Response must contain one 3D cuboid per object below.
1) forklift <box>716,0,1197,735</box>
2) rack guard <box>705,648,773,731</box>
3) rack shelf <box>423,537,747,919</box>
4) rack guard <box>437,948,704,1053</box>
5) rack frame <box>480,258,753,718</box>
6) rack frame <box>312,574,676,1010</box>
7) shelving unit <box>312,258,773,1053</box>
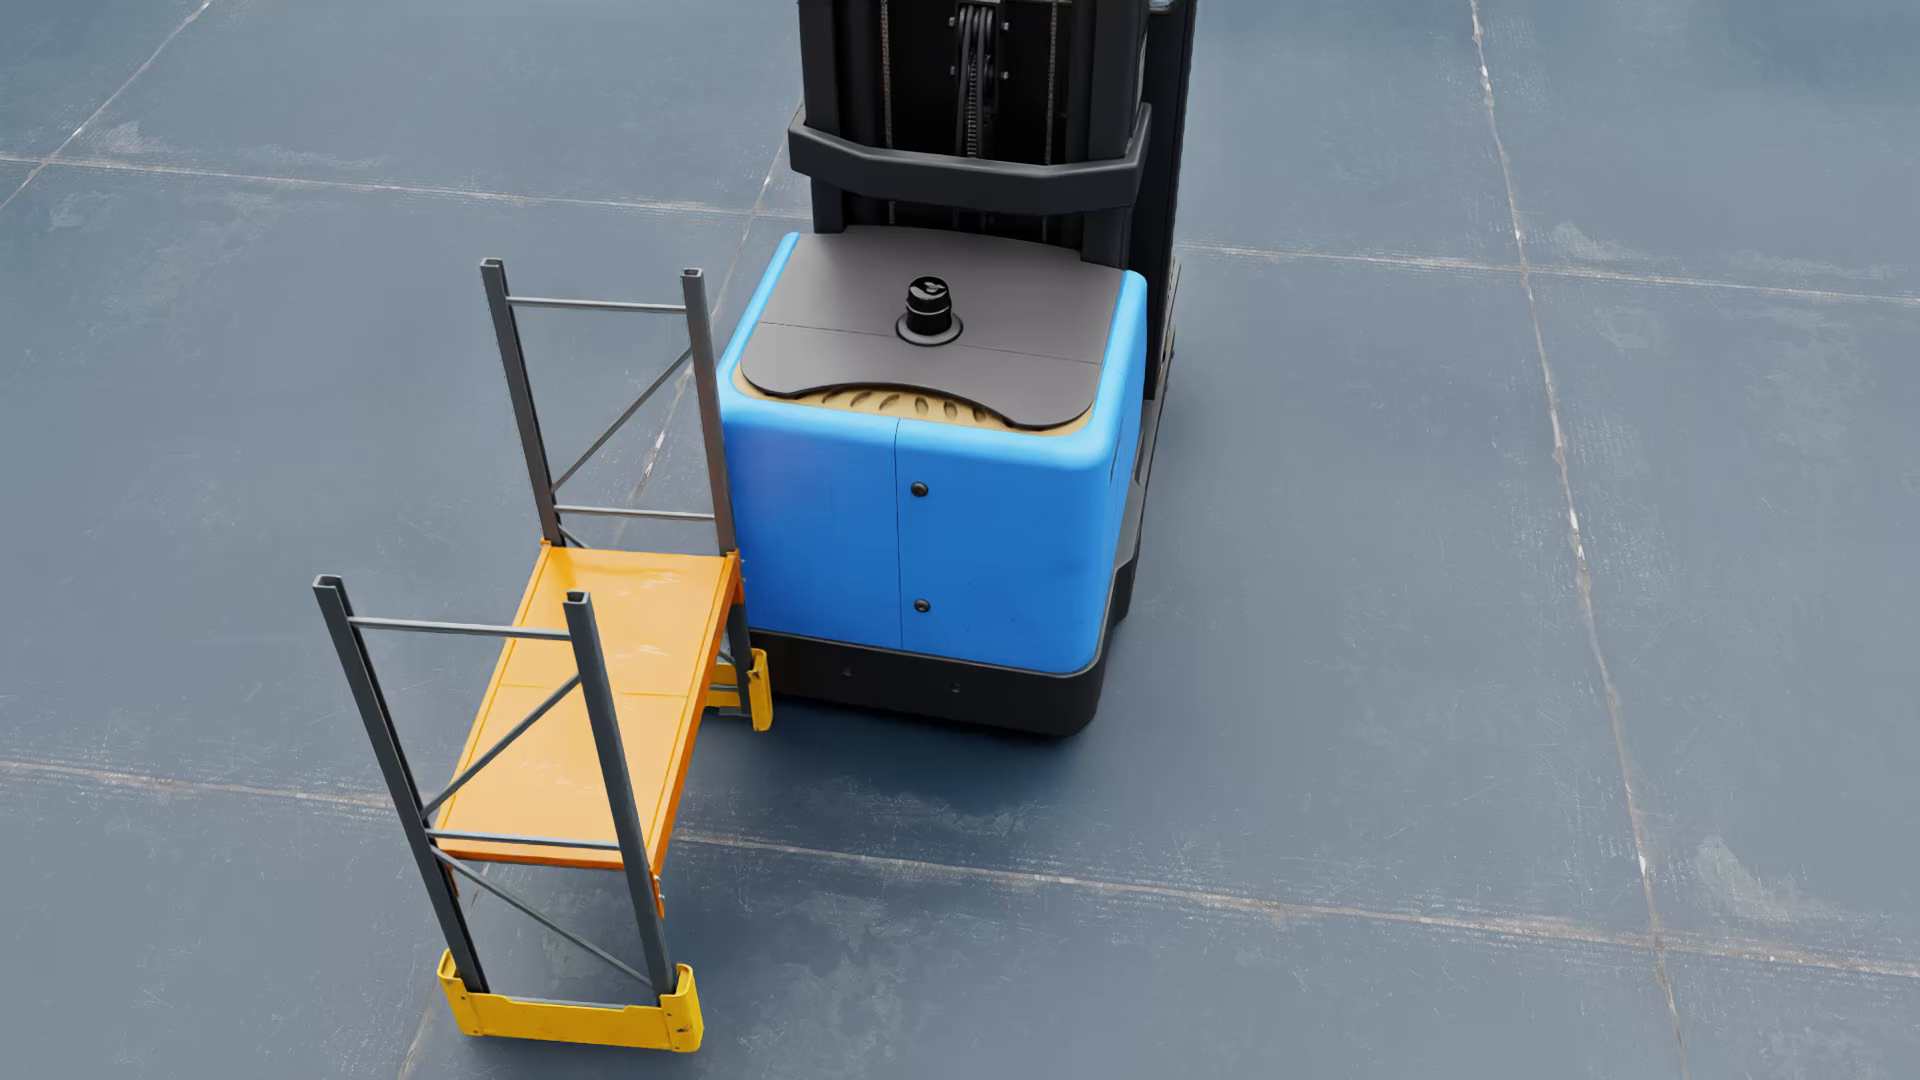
[{"bbox_3d":[0.145,-1.552,4.758,1.130,2.935,3.031,8,44,8],"label":"forklift"},{"bbox_3d":[-0.825,0.403,4.643,0.587,0.250,0.087,3,44,4],"label":"rack guard"},{"bbox_3d":[-0.867,0.415,3.983,0.538,0.185,1.000,3,44,4],"label":"rack shelf"},{"bbox_3d":[-0.912,1.085,3.922,0.587,0.250,0.087,3,44,4],"label":"rack guard"},{"bbox_3d":[-0.823,-0.064,4.227,0.500,1.500,0.032,3,44,4],"label":"rack frame"},{"bbox_3d":[-0.912,0.632,3.492,0.500,1.500,0.032,3,44,4],"label":"rack frame"},{"bbox_3d":[-0.868,0.290,3.853,0.587,1.500,1.083,3,44,4],"label":"shelving unit"}]
